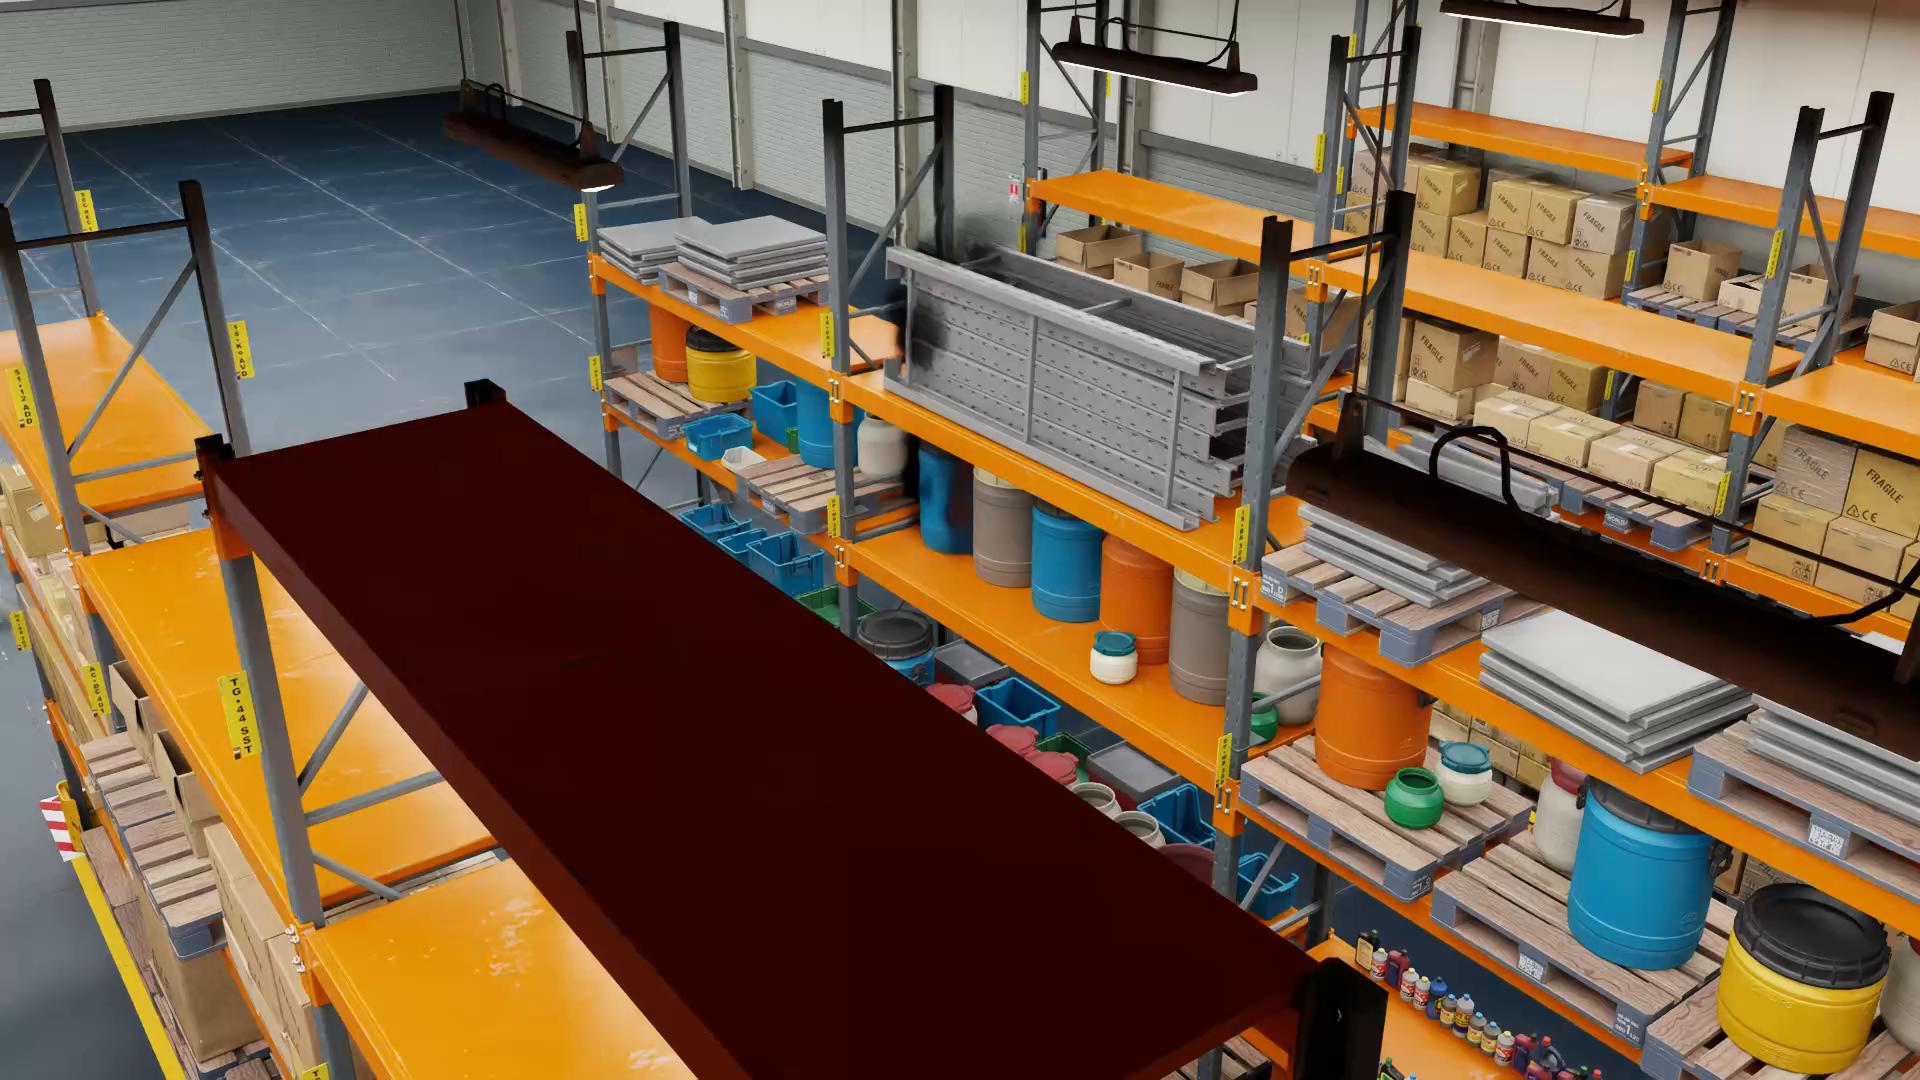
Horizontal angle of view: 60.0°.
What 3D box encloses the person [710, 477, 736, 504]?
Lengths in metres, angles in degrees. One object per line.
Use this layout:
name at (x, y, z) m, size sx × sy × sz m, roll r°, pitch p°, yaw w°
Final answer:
person at (-2.857, -1.150, 19.571) m, size 0.492 × 1.621 × 0.581 m, roll -2°, pitch 25°, yaw -4°
